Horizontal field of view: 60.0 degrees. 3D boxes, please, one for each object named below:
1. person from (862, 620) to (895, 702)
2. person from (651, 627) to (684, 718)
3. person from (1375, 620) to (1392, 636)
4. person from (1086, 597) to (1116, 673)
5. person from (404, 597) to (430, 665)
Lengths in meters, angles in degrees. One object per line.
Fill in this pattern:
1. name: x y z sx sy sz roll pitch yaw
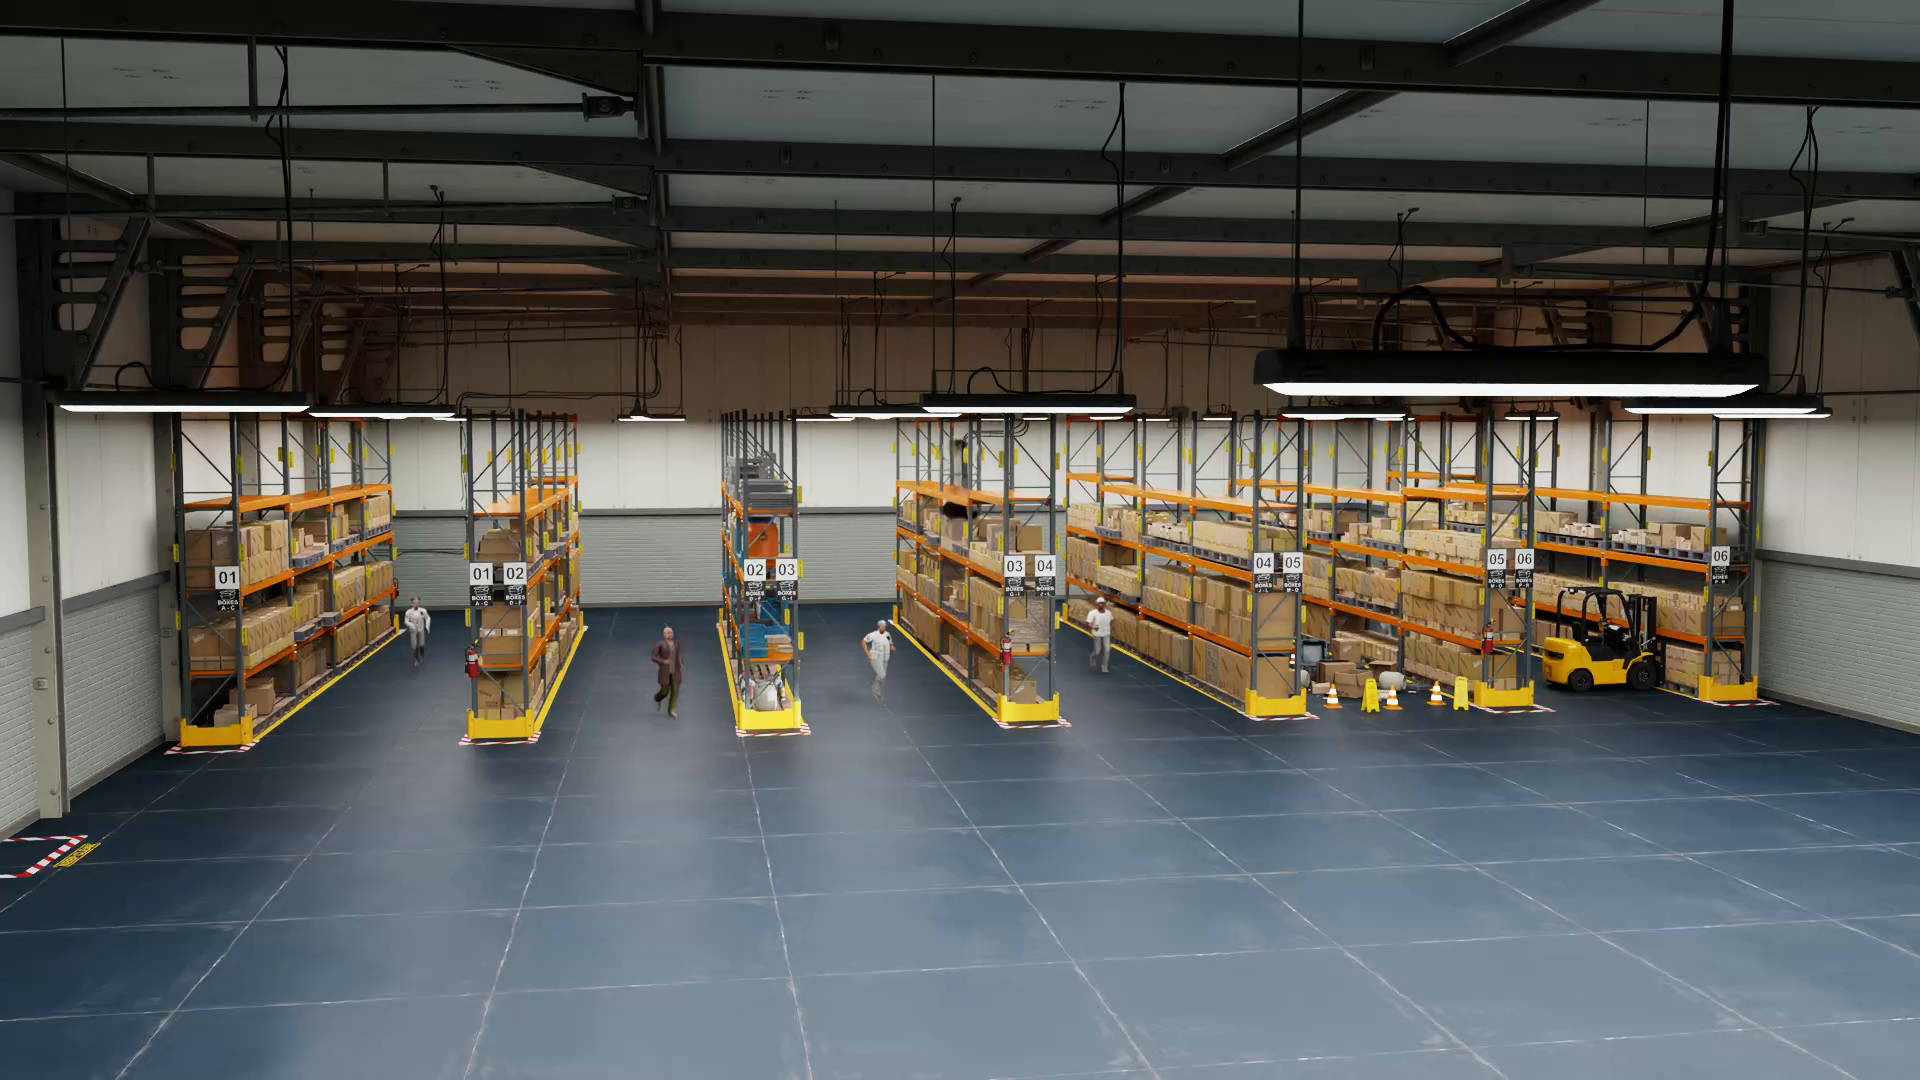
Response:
1. person: -1.659 2.518 34.427 0.608 1.728 0.783 -3 5 -37
2. person: -5.722 2.552 32.550 0.712 1.701 0.835 -3 5 -35
3. person: 11.397 1.774 44.785 0.536 1.626 0.694 -1 4 -20
4. person: 3.263 2.188 38.328 0.714 1.733 0.741 -1 4 -15
5. person: -12.778 2.154 39.177 0.582 1.649 0.690 -1 4 -20
